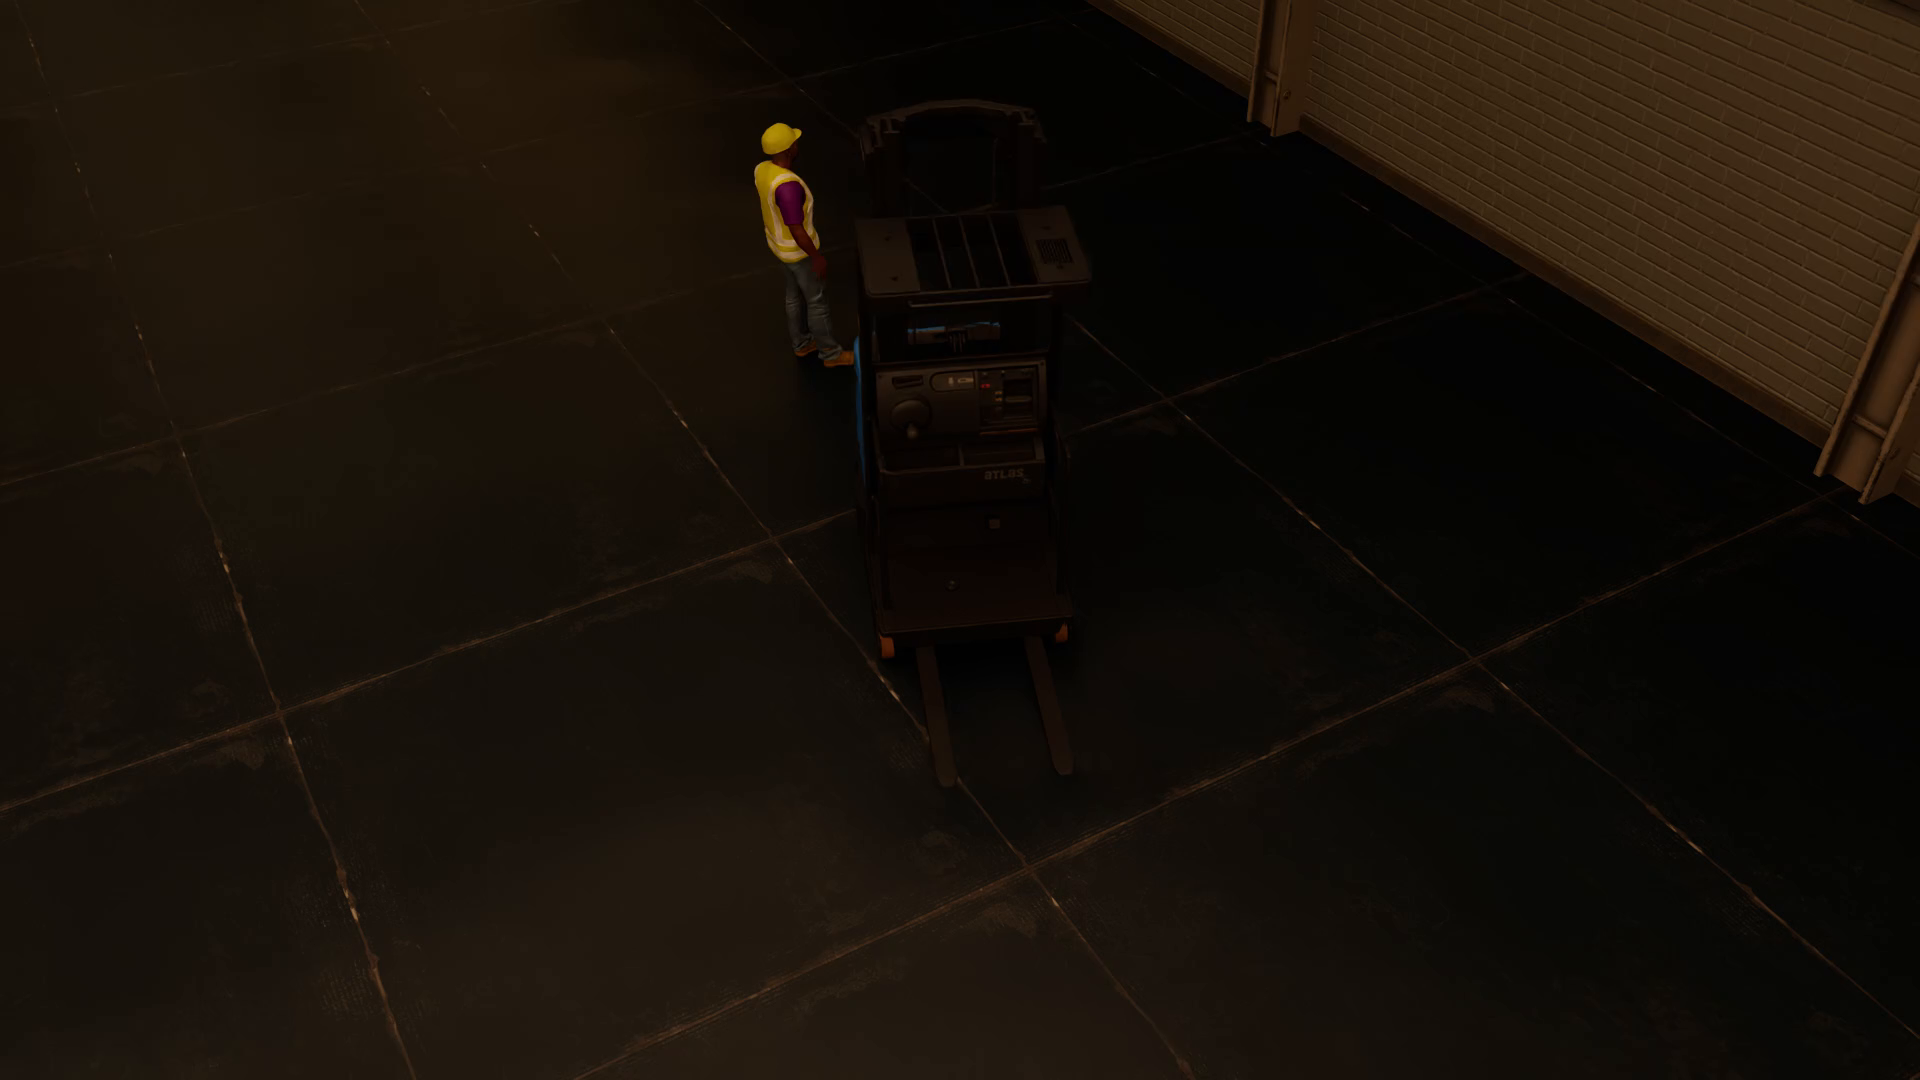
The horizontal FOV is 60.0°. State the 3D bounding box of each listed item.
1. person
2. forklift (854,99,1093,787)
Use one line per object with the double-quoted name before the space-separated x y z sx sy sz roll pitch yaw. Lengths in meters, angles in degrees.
"person" -1.056 -2.034 11.389 0.578 1.765 0.666 -19 43 -22
"forklift" 0.041 -0.686 8.863 1.130 2.935 3.031 -5 40 -6
